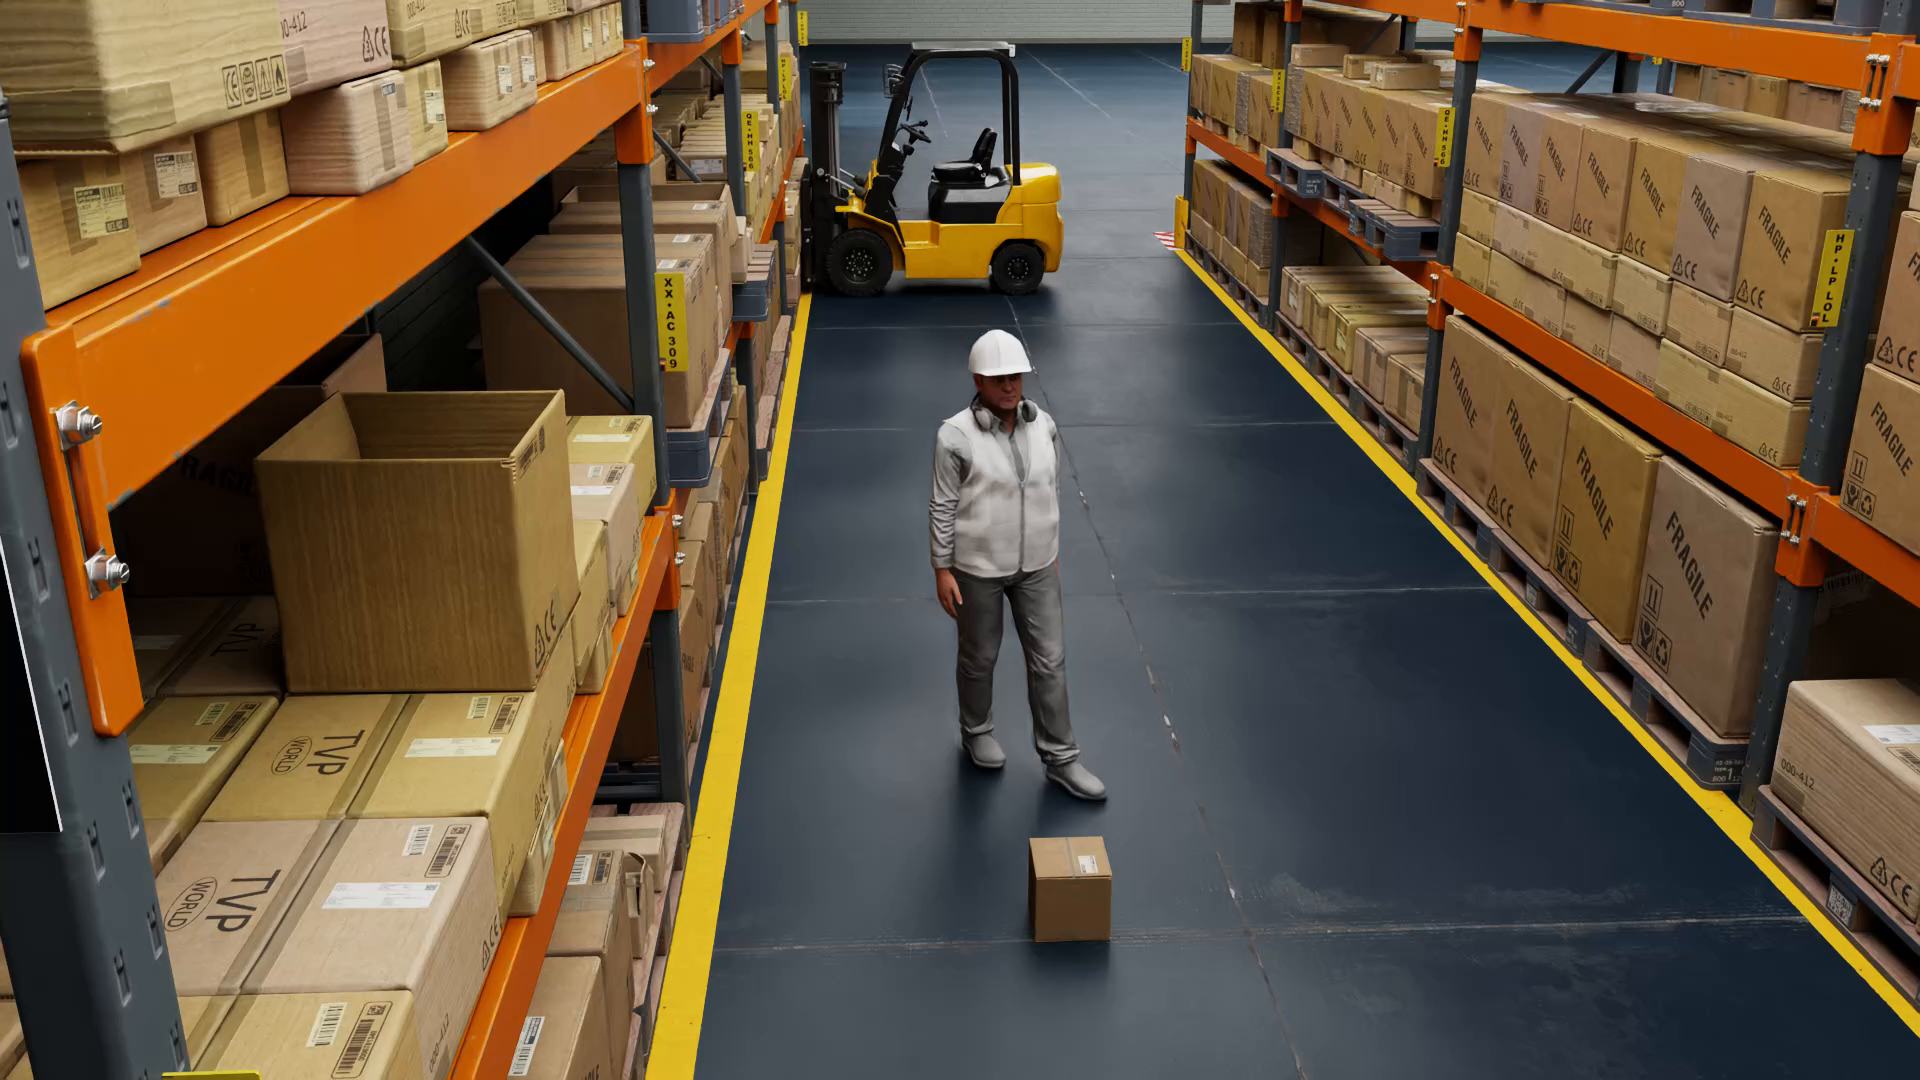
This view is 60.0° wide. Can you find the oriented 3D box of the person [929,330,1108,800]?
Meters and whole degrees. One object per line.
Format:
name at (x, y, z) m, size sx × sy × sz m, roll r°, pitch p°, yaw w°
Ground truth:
person at (0.181, 0.097, 6.233) m, size 0.571 × 1.759 × 0.708 m, roll -9°, pitch 22°, yaw -22°
